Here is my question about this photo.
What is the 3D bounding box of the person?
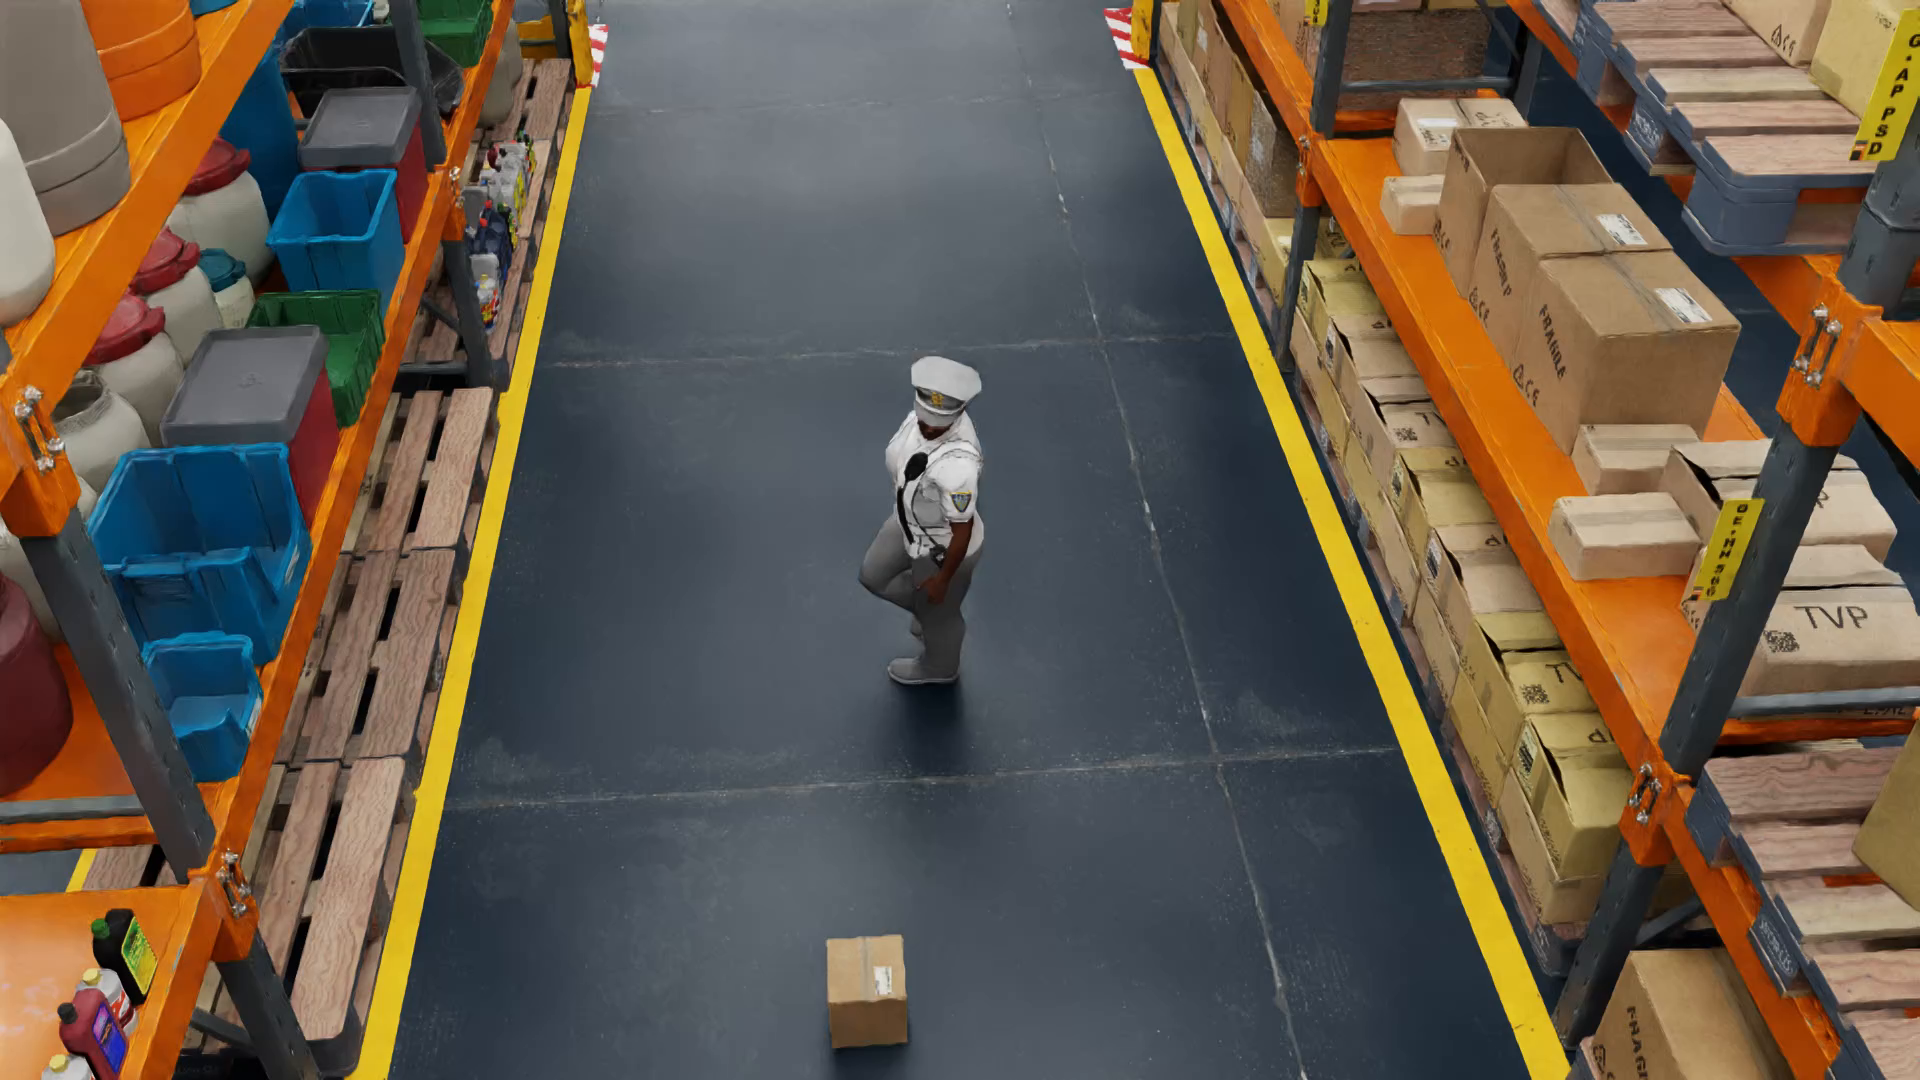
[{"bbox_3d":[-0.155,-0.027,6.175,0.438,1.656,0.664,-9,40,-11],"label":"person"}]
